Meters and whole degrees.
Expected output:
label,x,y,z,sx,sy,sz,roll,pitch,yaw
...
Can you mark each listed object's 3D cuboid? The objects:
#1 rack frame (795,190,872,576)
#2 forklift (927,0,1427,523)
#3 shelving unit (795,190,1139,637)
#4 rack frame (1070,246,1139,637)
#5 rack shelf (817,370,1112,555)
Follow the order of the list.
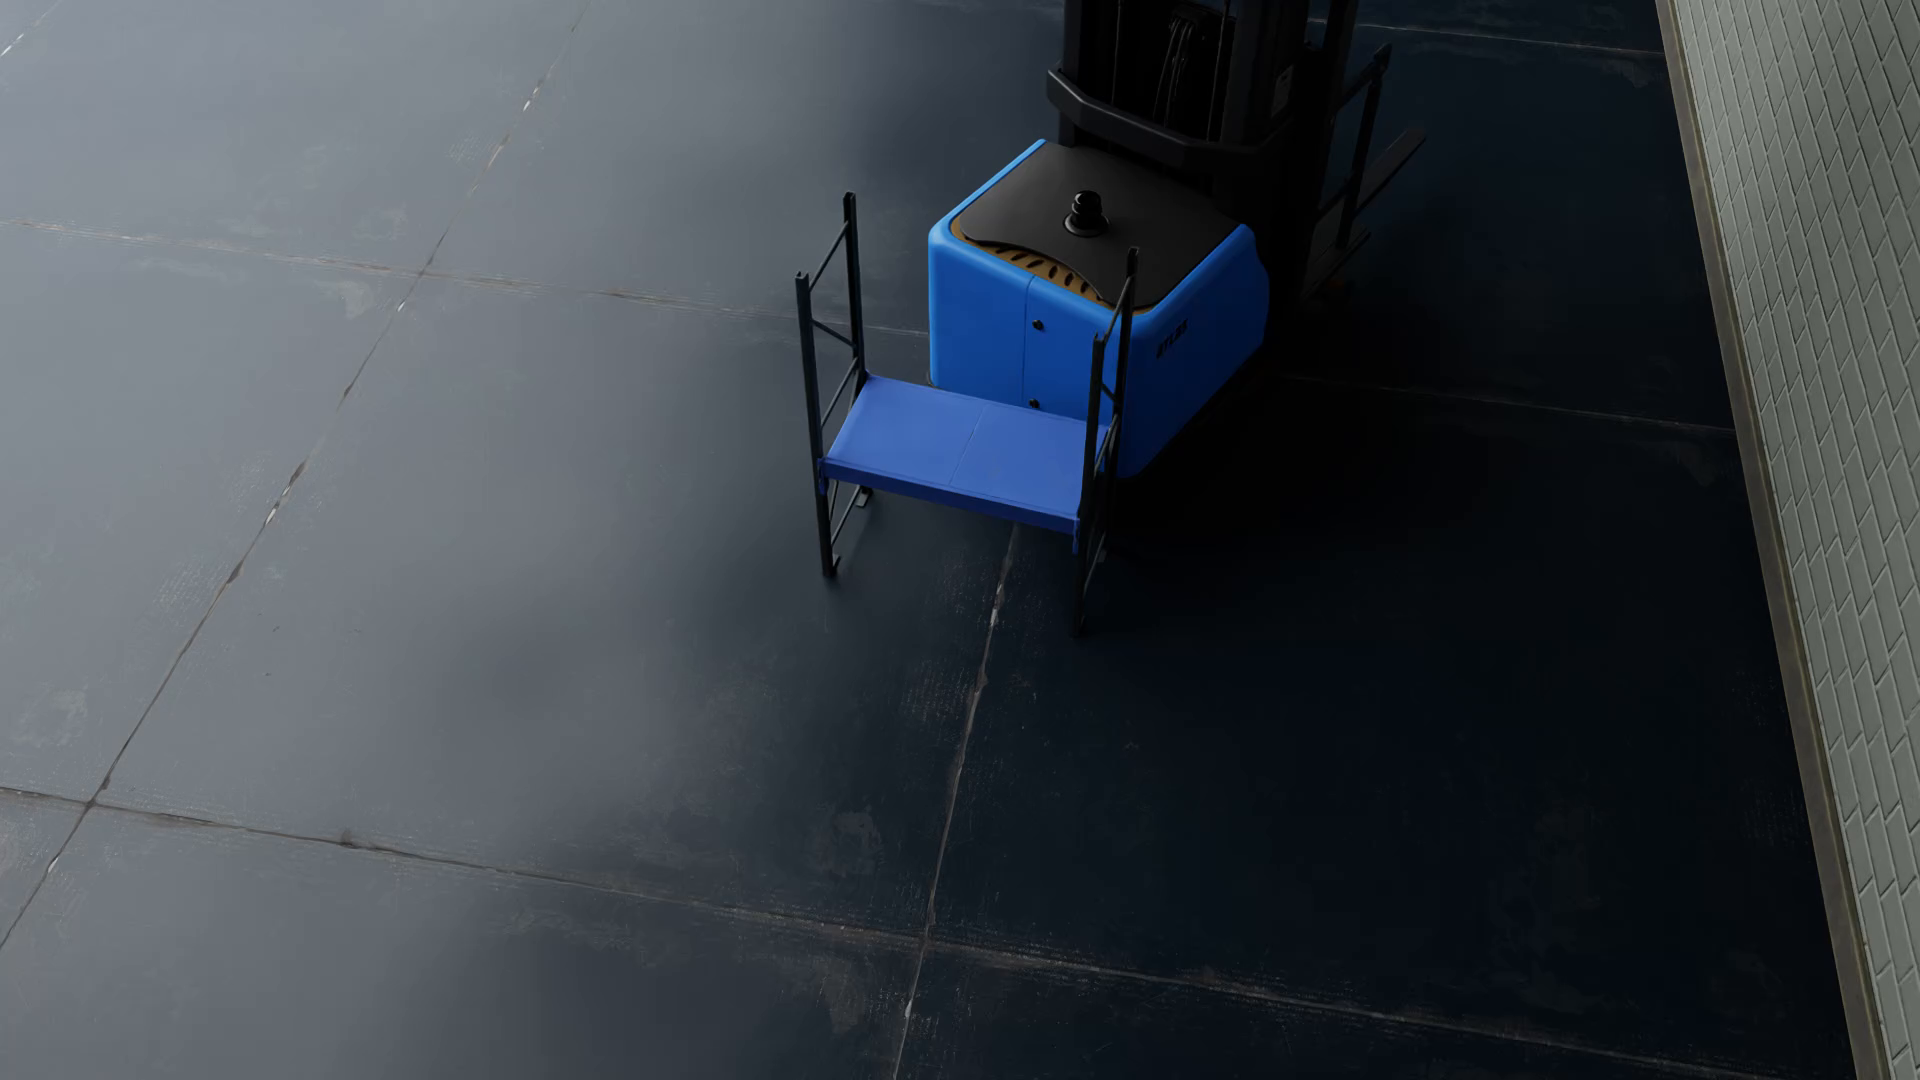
label,x,y,z,sx,sy,sz,roll,pitch,yaw
rack frame,-0.455,-0.538,6.197,0.032,1.500,0.500,13,49,12
forklift,1.145,-2.105,6.643,1.130,2.935,3.031,29,54,24
shelving unit,0.029,-0.423,6.094,1.048,1.500,0.538,13,49,12
rack frame,0.513,-0.308,5.990,0.032,1.500,0.500,13,49,12
rack shelf,0.029,-0.303,6.227,1.000,0.185,0.538,13,49,12
